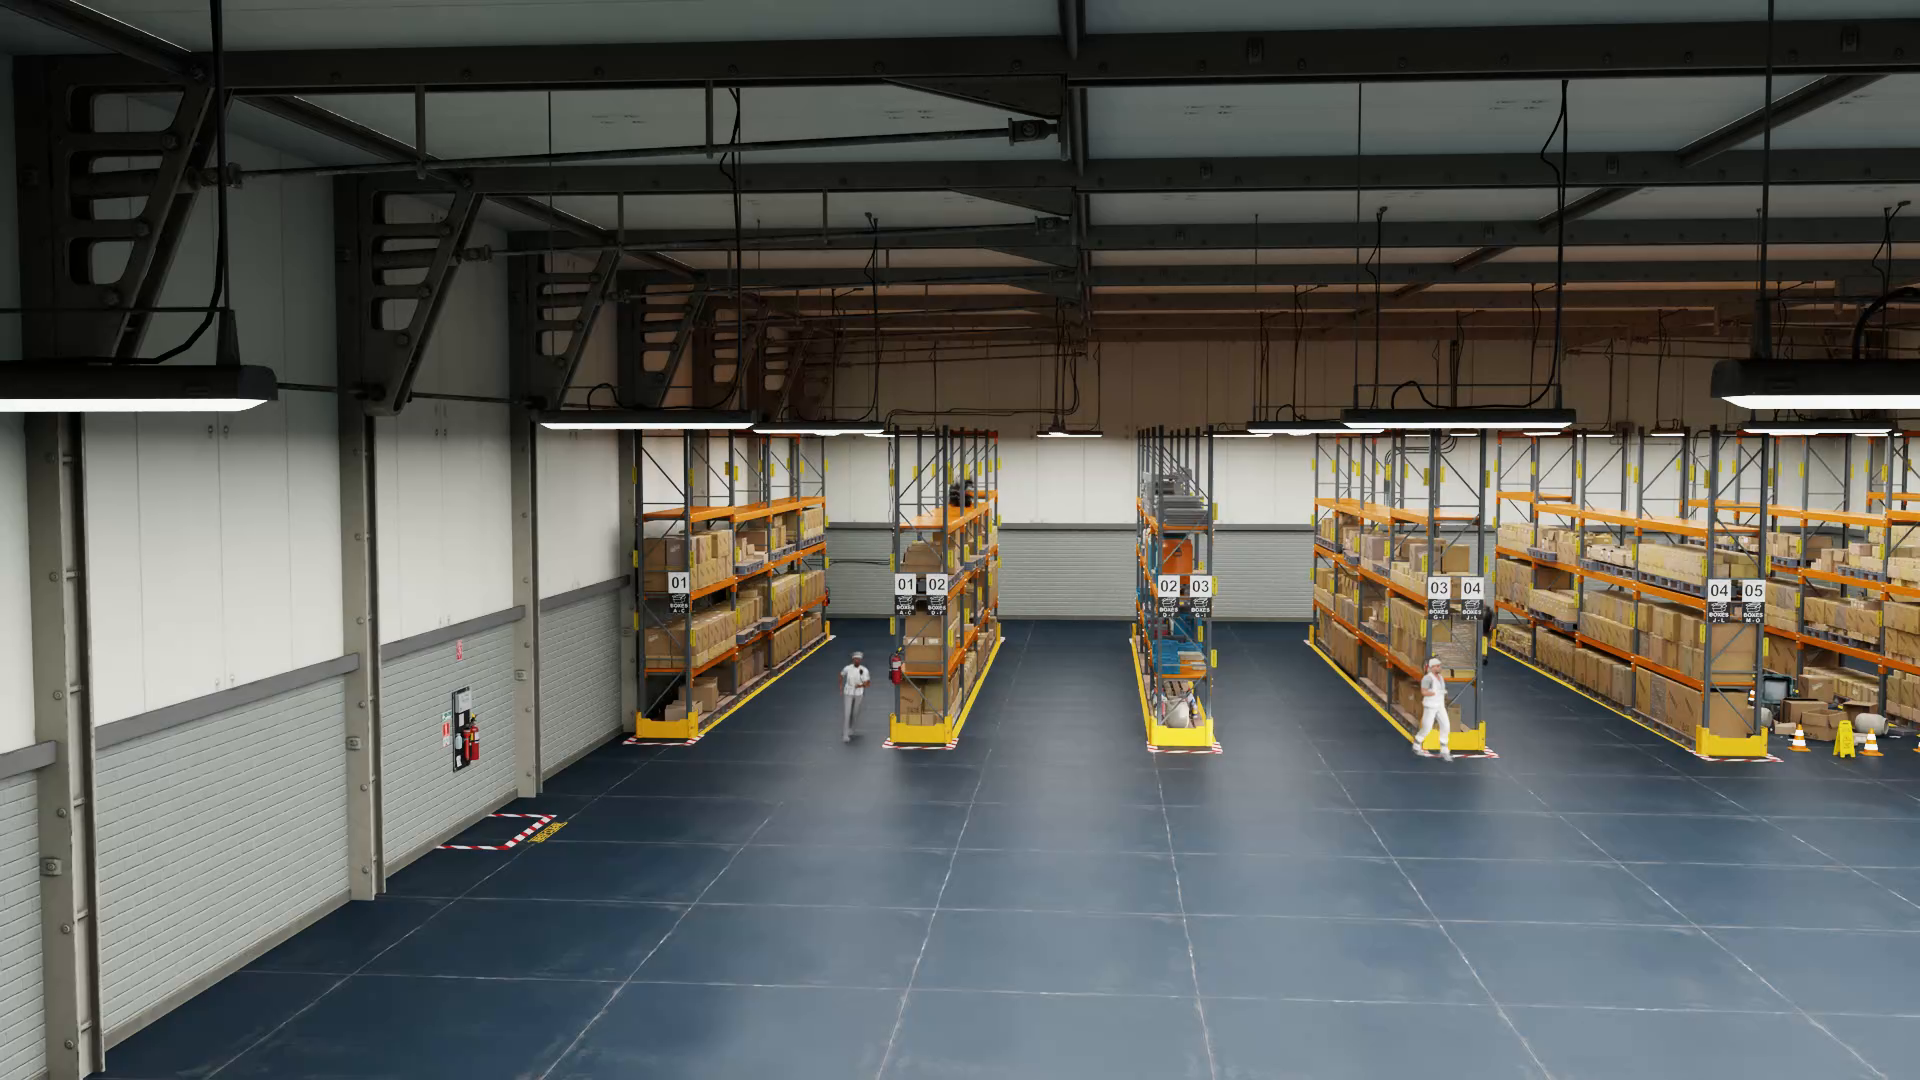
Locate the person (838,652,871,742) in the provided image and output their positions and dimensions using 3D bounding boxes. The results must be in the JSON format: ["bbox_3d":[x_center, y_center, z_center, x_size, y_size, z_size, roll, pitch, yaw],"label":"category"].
[{"bbox_3d":[-2.008,2.951,31.707,0.606,1.656,0.962,0,3,-8],"label":"person"}]

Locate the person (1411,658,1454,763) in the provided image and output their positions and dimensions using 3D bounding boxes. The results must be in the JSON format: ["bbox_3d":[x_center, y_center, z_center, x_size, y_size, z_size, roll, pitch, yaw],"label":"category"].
[{"bbox_3d":[8.444,3.032,29.718,0.651,1.848,0.759,-2,4,-35],"label":"person"}]

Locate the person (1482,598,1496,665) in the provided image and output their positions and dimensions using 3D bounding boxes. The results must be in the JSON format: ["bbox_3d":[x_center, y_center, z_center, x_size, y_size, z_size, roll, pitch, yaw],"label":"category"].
[{"bbox_3d":[13.412,2.333,42.722,0.661,1.716,0.940,0,3,1],"label":"person"}]

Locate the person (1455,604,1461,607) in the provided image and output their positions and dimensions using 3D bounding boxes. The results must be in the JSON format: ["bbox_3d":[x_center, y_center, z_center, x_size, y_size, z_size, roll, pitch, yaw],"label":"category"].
[{"bbox_3d":[13.392,2.250,44.310,0.609,1.669,0.897,0,3,4],"label":"person"}]
